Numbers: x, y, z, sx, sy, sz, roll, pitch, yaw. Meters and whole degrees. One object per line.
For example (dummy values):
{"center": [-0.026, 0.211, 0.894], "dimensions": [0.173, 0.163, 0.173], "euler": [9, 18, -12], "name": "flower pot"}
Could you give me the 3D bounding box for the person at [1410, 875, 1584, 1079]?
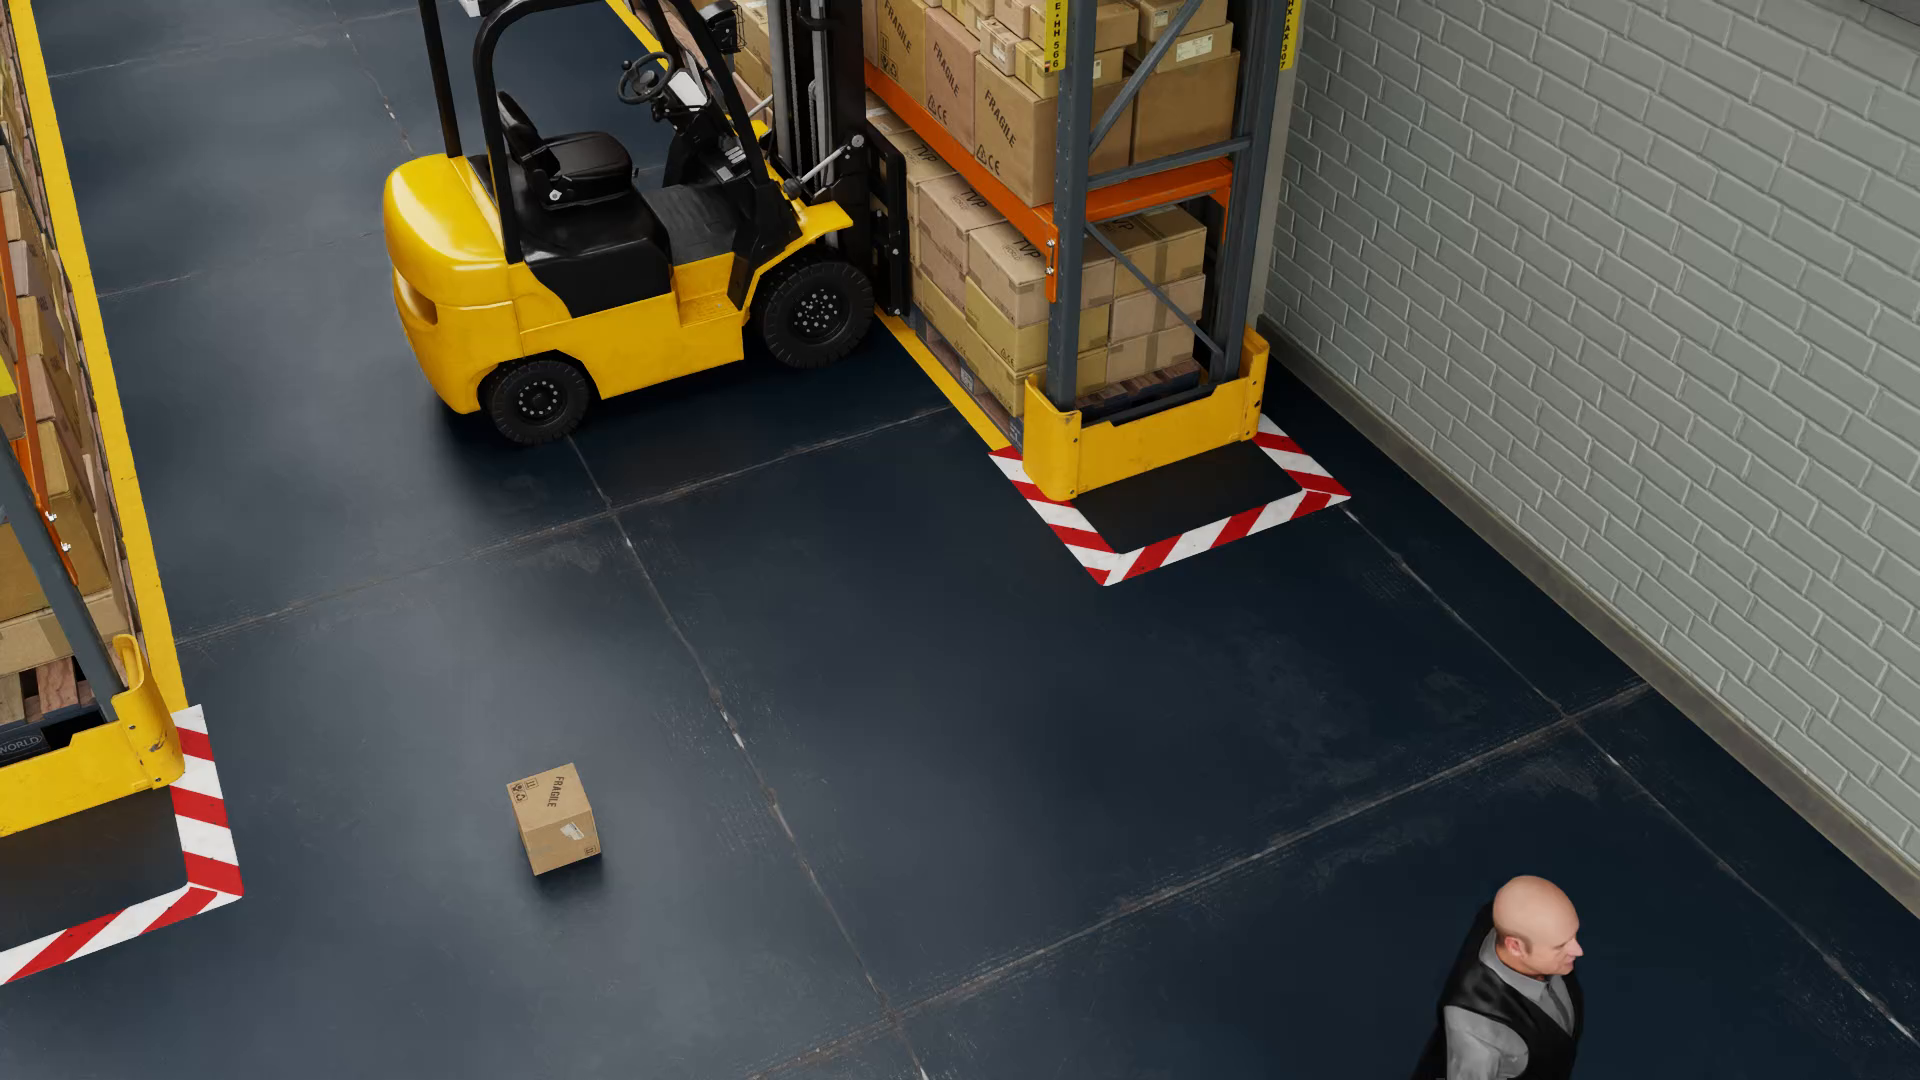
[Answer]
{"center": [1.411, 1.526, 4.447], "dimensions": [0.586, 1.791, 0.571], "euler": [26, 47, 26], "name": "person"}
